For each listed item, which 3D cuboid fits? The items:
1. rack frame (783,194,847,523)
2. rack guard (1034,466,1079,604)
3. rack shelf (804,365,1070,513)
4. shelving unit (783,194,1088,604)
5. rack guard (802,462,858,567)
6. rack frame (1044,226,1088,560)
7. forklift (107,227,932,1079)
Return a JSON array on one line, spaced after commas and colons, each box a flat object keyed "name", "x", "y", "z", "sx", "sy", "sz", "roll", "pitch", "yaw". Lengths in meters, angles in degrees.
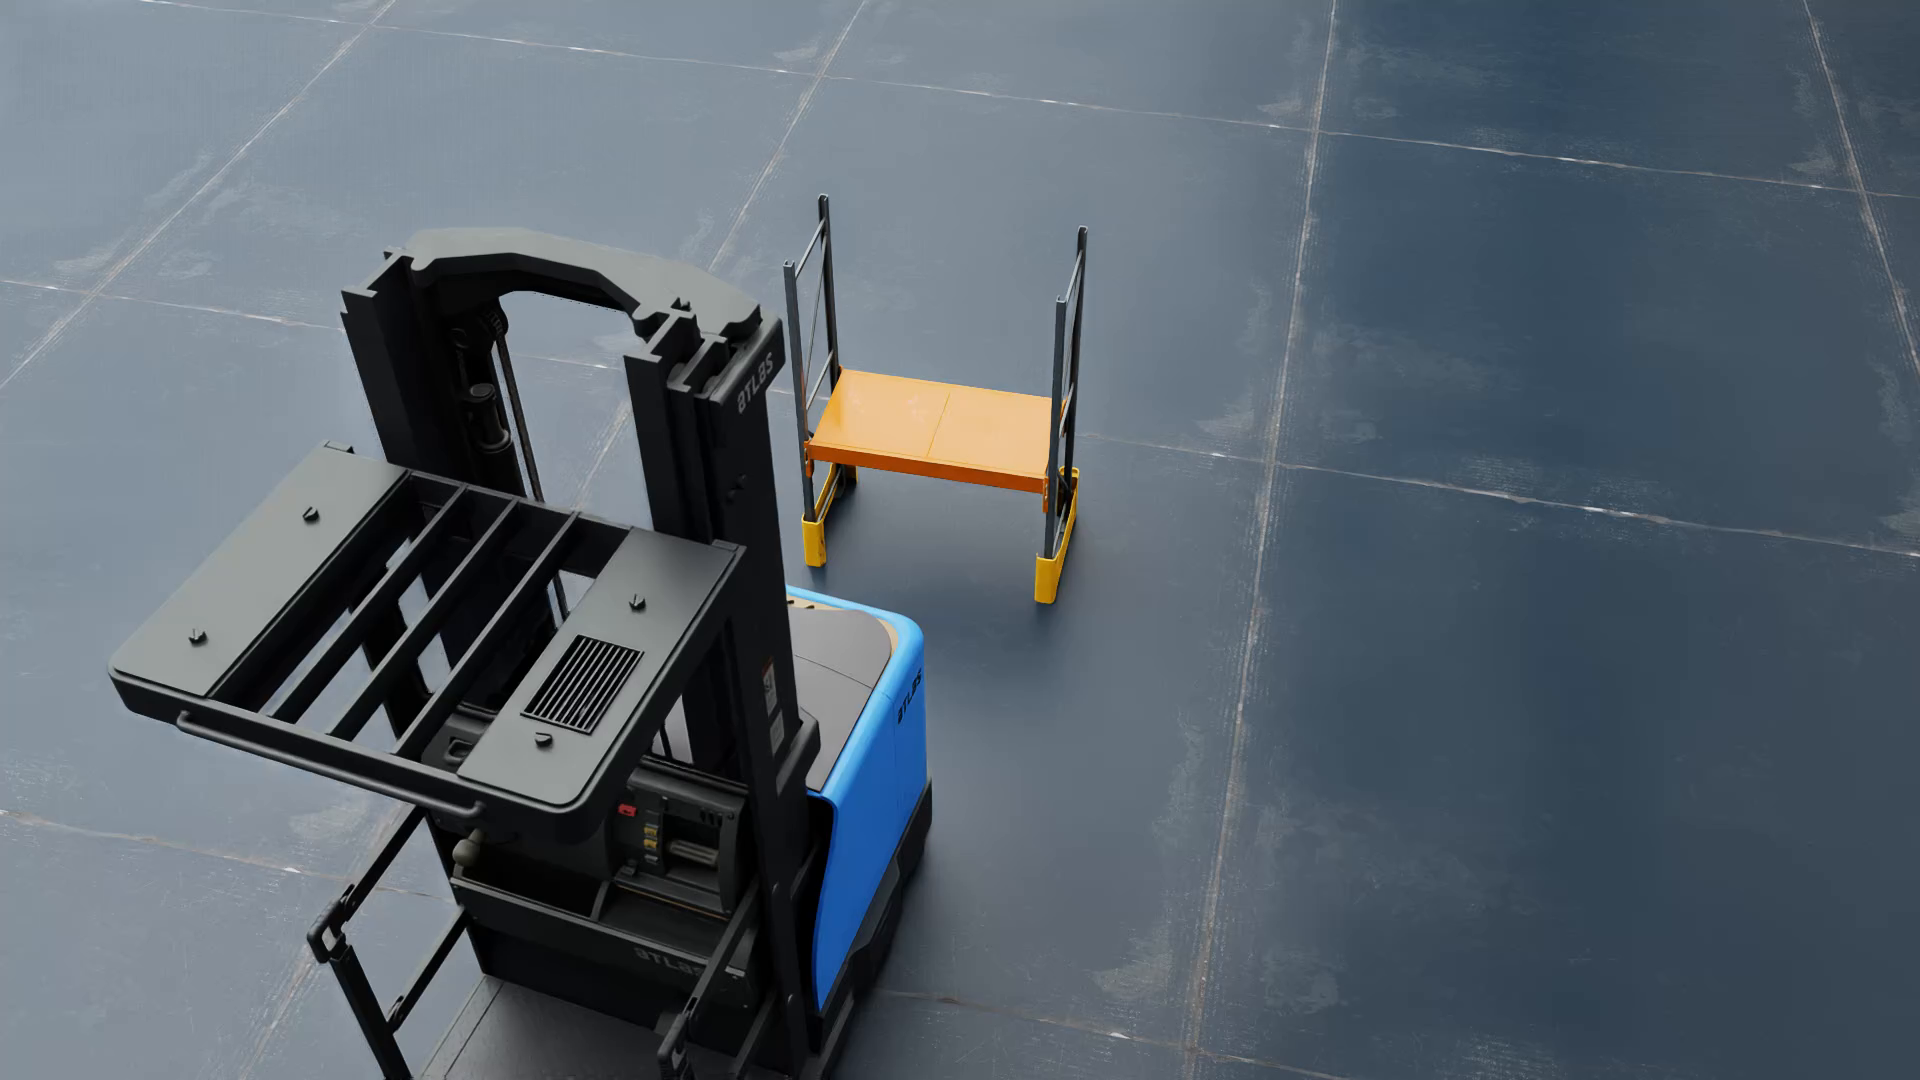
[{"name": "rack frame", "x": -0.579, "y": -0.630, "z": 6.783, "sx": 0.032, "sy": 1.500, "sz": 0.500, "roll": 9, "pitch": 45, "yaw": 9}, {"name": "rack guard", "x": 0.412, "y": -0.026, "z": 7.057, "sx": 0.087, "sy": 0.250, "sz": 0.587, "roll": 9, "pitch": 45, "yaw": 9}, {"name": "rack shelf", "x": -0.083, "y": -0.424, "z": 6.828, "sx": 1.000, "sy": 0.185, "sz": 0.538, "roll": 9, "pitch": 45, "yaw": 9}, {"name": "shelving unit", "x": -0.074, "y": -0.552, "z": 6.702, "sx": 1.083, "sy": 1.500, "sz": 0.587, "roll": 9, "pitch": 45, "yaw": 9}, {"name": "rack guard", "x": -0.560, "y": -0.177, "z": 7.214, "sx": 0.087, "sy": 0.250, "sz": 0.587, "roll": 9, "pitch": 45, "yaw": 9}, {"name": "rack frame", "x": 0.413, "y": -0.476, "z": 6.623, "sx": 0.032, "sy": 1.500, "sz": 0.500, "roll": 9, "pitch": 45, "yaw": 9}, {"name": "forklift", "x": -1.074, "y": 0.829, "z": 4.235, "sx": 1.130, "sy": 2.935, "sz": 3.031, "roll": 14, "pitch": 46, "yaw": 14}]
